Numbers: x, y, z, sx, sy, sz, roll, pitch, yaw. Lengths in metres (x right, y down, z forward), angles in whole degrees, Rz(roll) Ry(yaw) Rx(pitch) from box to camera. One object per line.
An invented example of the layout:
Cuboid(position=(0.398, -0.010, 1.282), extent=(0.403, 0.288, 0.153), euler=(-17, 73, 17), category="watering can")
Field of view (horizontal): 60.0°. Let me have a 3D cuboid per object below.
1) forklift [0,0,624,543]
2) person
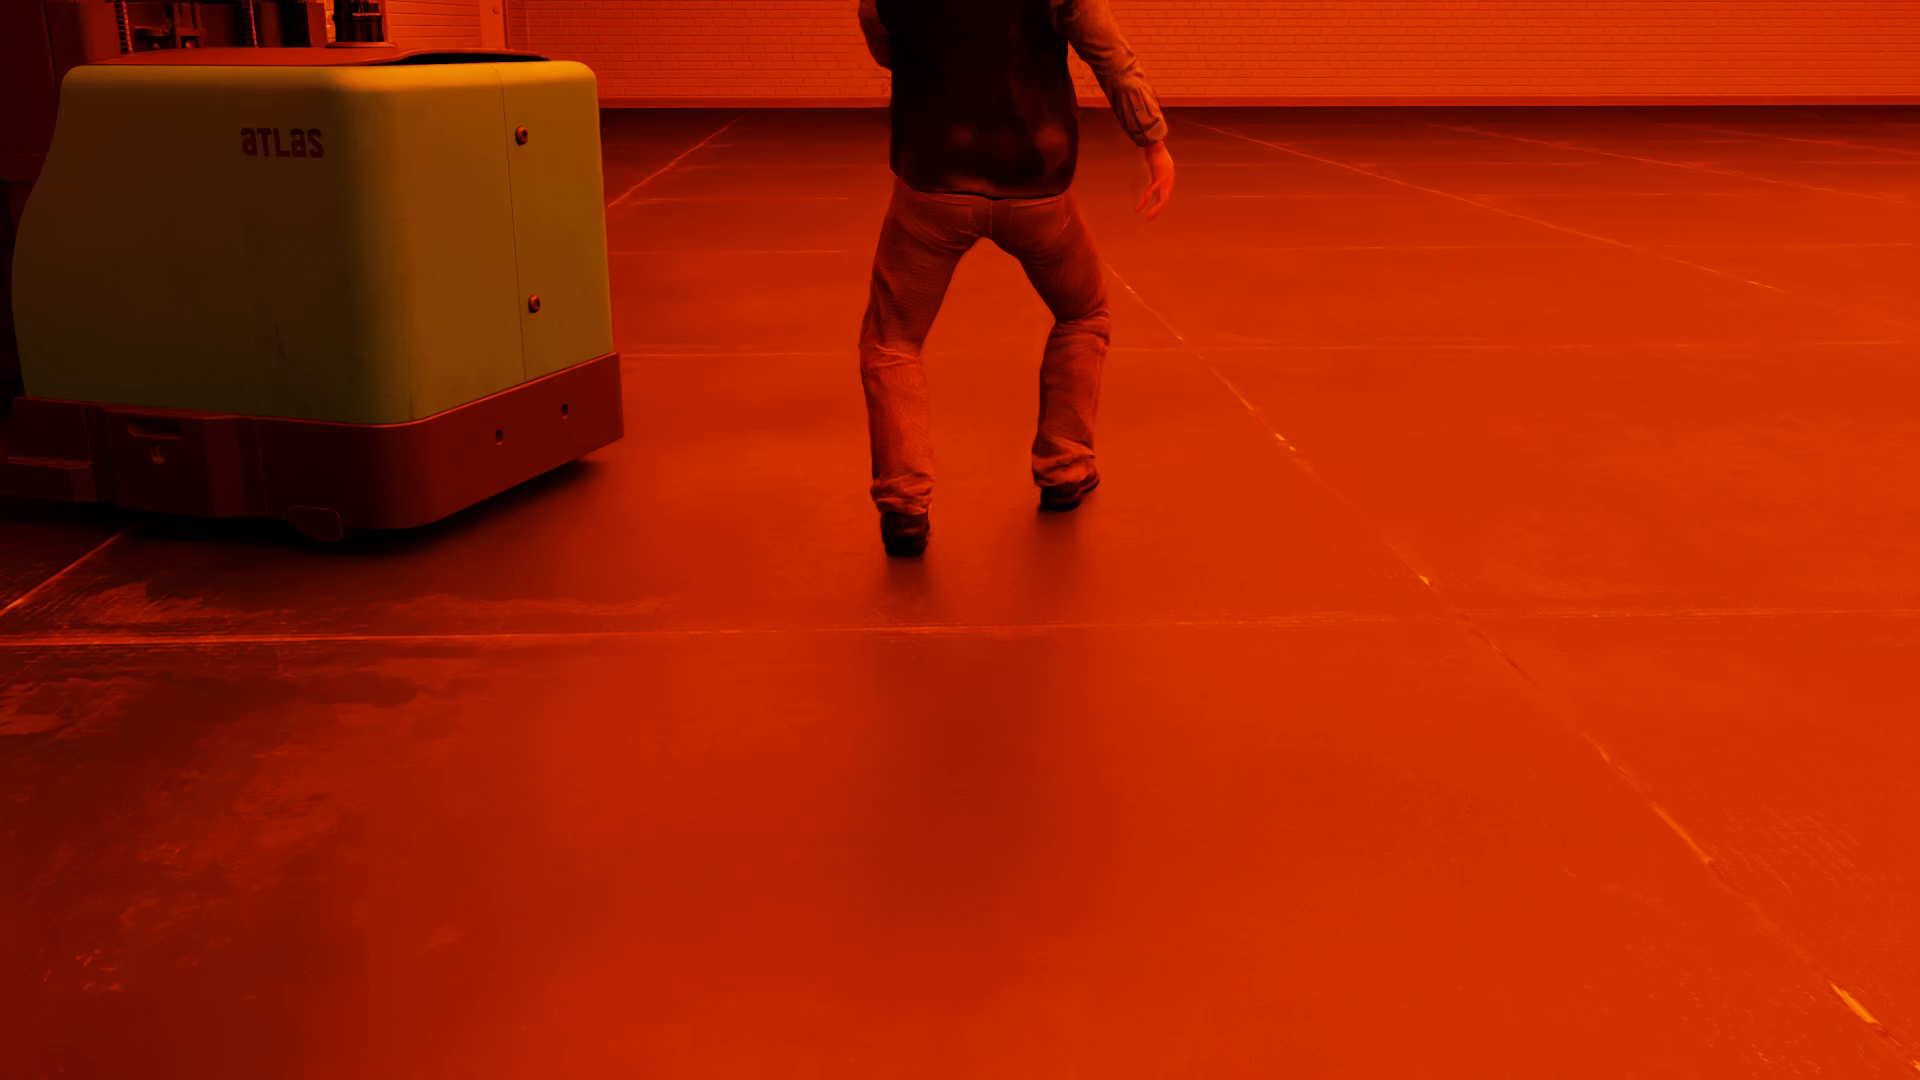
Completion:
Cuboid(position=(-2.506, -1.631, 4.238), extent=(3.031, 2.935, 1.130), euler=(5, 18, 17), category="forklift")
Cuboid(position=(0.128, -0.854, 3.965), extent=(0.758, 1.608, 0.842), euler=(-2, 17, -5), category="person")
